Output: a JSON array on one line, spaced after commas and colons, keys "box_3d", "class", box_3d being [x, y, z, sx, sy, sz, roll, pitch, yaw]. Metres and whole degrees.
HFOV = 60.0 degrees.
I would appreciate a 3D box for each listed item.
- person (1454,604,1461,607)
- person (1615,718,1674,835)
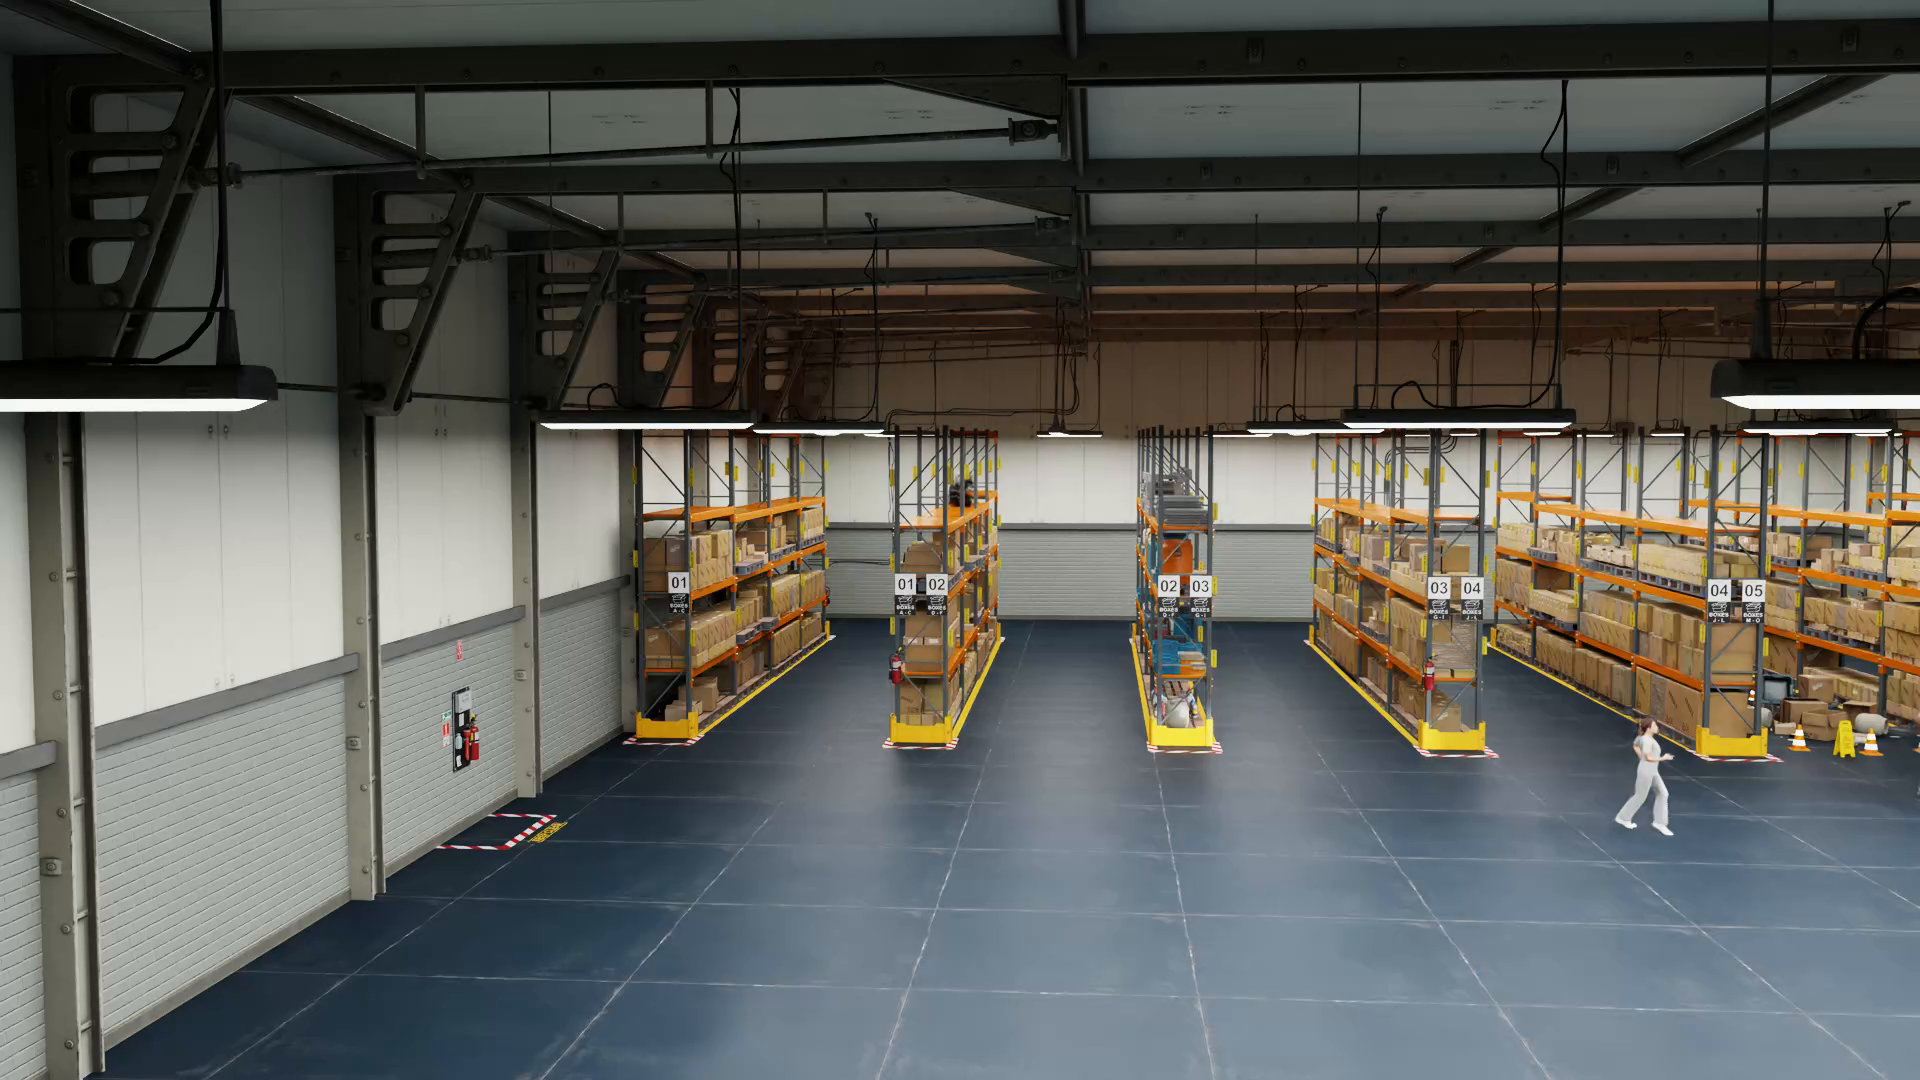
[{"box_3d": [13.479, 2.171, 45.790, 0.602, 1.601, 0.523, 2, 4, 26], "class": "person"}, {"box_3d": [9.957, 3.434, 24.178, 0.784, 1.726, 0.551, 2, 4, 29], "class": "person"}]
